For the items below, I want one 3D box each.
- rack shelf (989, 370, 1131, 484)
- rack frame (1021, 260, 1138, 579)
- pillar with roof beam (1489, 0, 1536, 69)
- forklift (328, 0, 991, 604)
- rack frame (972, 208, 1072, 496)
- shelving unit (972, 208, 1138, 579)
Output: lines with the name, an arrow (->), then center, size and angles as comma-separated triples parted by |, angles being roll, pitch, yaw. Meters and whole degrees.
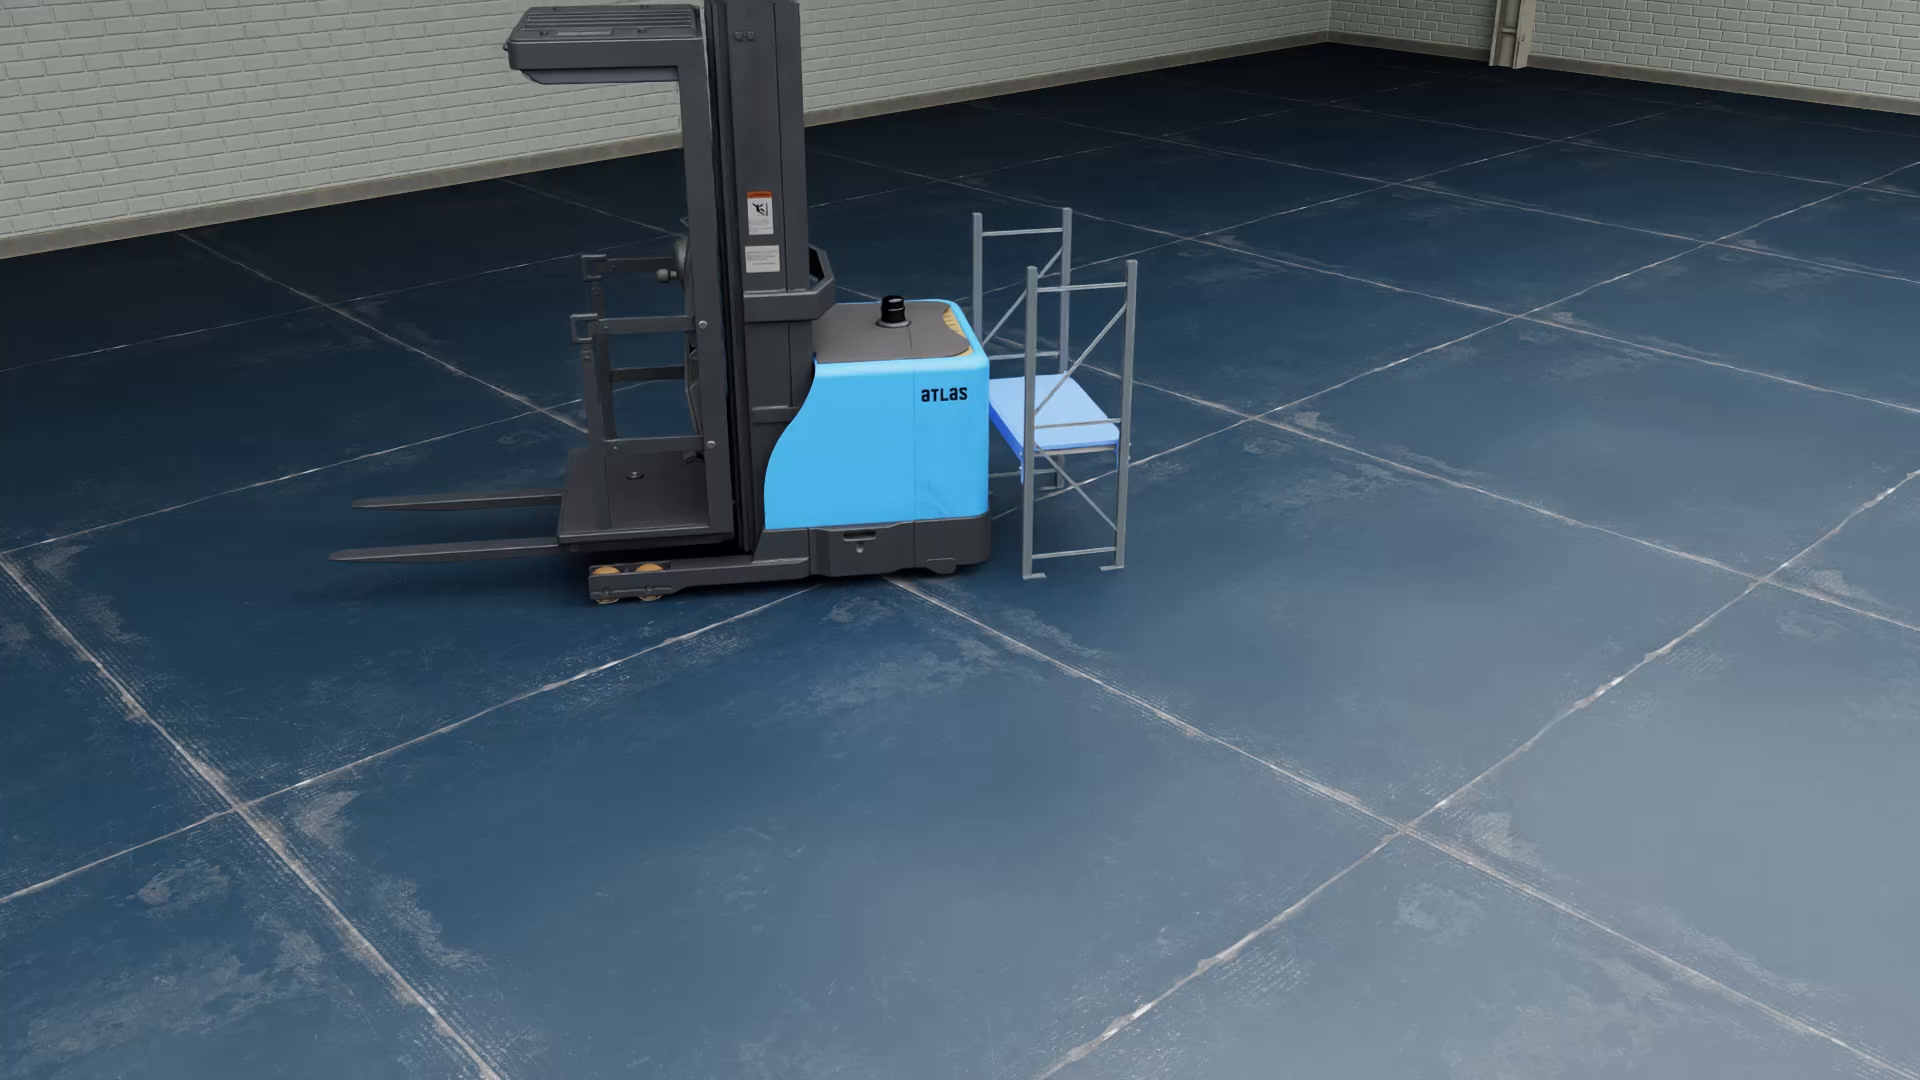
rack shelf -> 0.422, -0.569, 8.123 | 0.538, 0.185, 1.000 | -5, 25, -12
rack frame -> 0.536, -0.527, 7.598 | 0.500, 1.500, 0.032 | -5, 25, -12
pillar with roof beam -> 4.110, -9.149, 17.464 | 9.100, 9.000, 0.400 | -21, 32, -38
forklift -> -1.417, -1.277, 7.519 | 3.031, 2.935, 1.130 | -4, 25, -8
rack frame -> 0.307, -0.938, 8.499 | 0.500, 1.500, 0.032 | -5, 25, -12
shelving unit -> 0.422, -0.732, 8.048 | 0.538, 1.500, 1.048 | -5, 25, -12
